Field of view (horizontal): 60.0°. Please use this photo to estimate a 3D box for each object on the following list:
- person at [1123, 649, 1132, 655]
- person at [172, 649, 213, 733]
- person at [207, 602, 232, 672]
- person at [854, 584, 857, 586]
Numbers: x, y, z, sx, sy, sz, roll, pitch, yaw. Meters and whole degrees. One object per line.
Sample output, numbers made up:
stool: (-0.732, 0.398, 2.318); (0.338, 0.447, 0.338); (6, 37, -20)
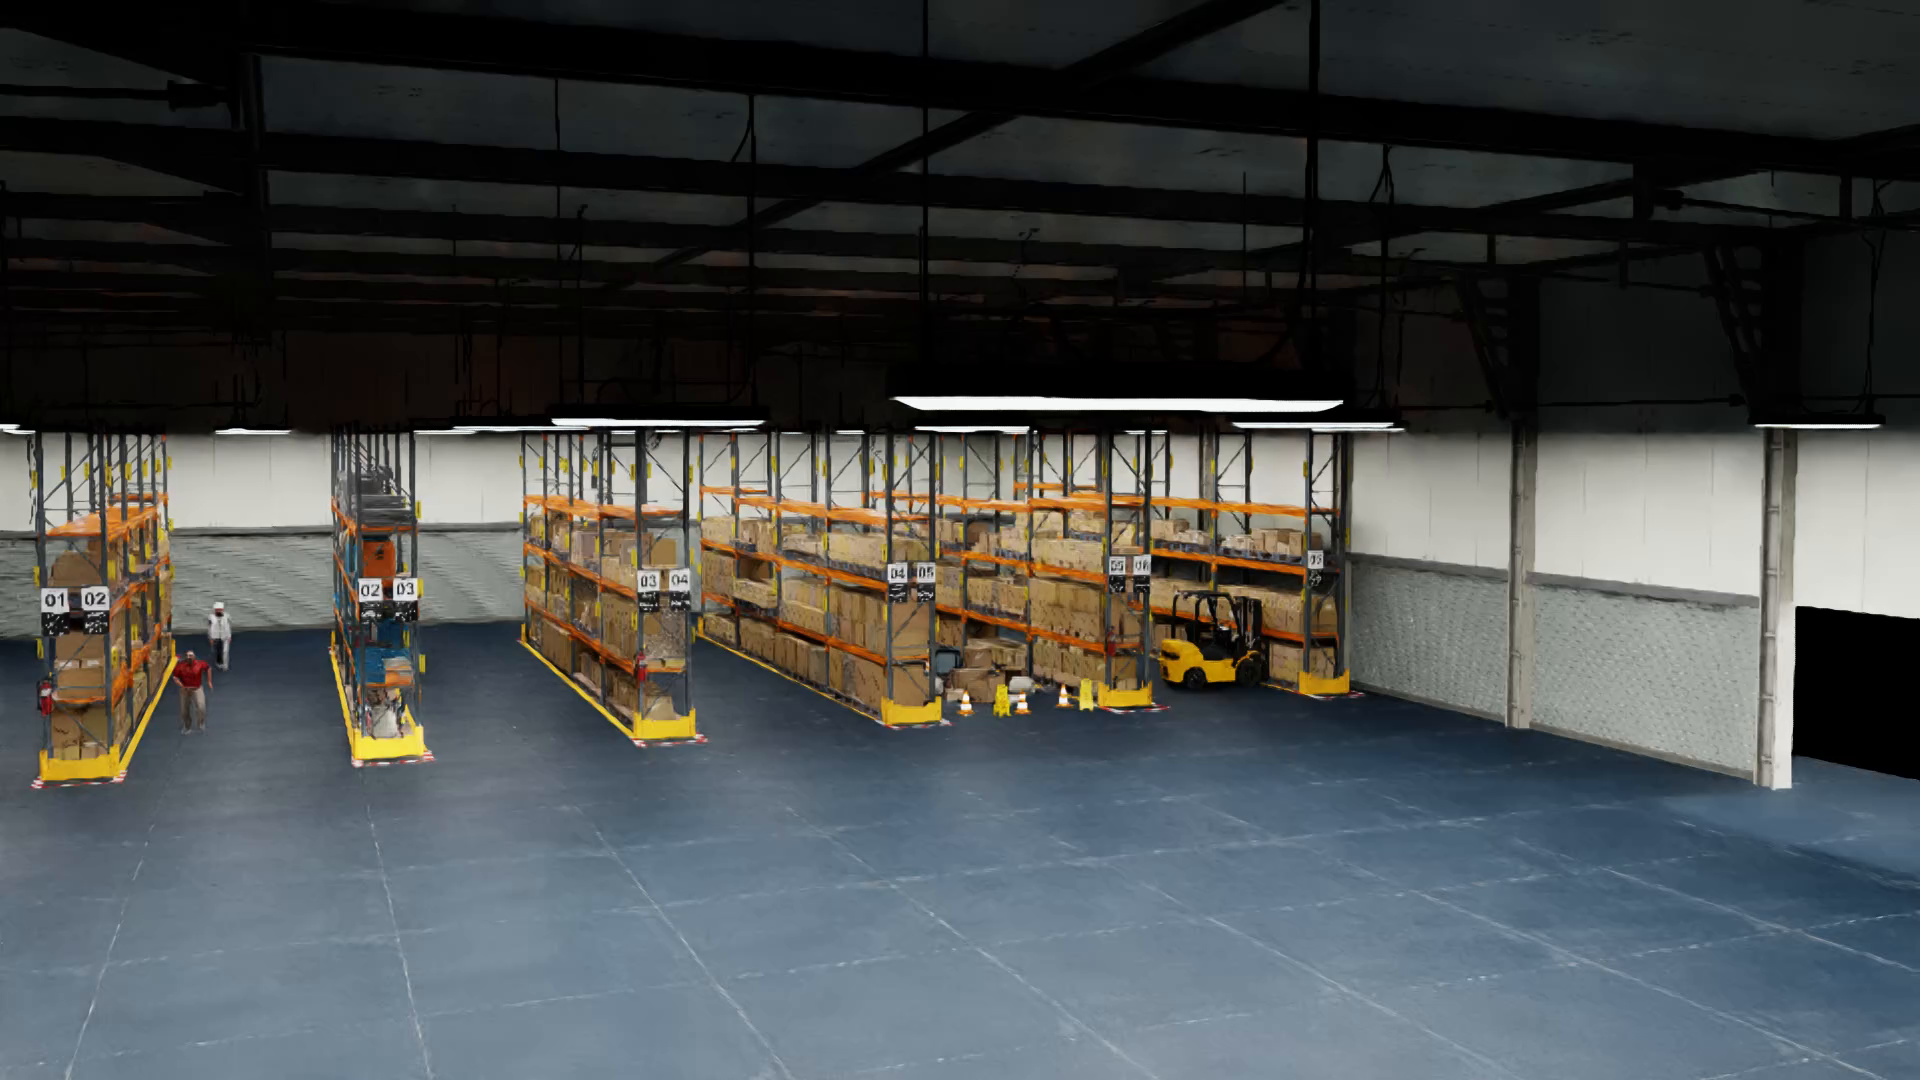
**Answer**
person: (3.910, 2.469, 39.190); (0.493, 1.596, 0.509); (0, 4, 4)
person: (-14.752, 2.905, 31.951); (0.669, 1.651, 0.819); (-1, 4, -17)
person: (-18.010, 2.337, 40.438); (0.543, 1.700, 1.115); (-1, 4, -20)
person: (-2.801, 2.046, 45.300); (0.554, 1.664, 0.584); (0, 4, 0)
